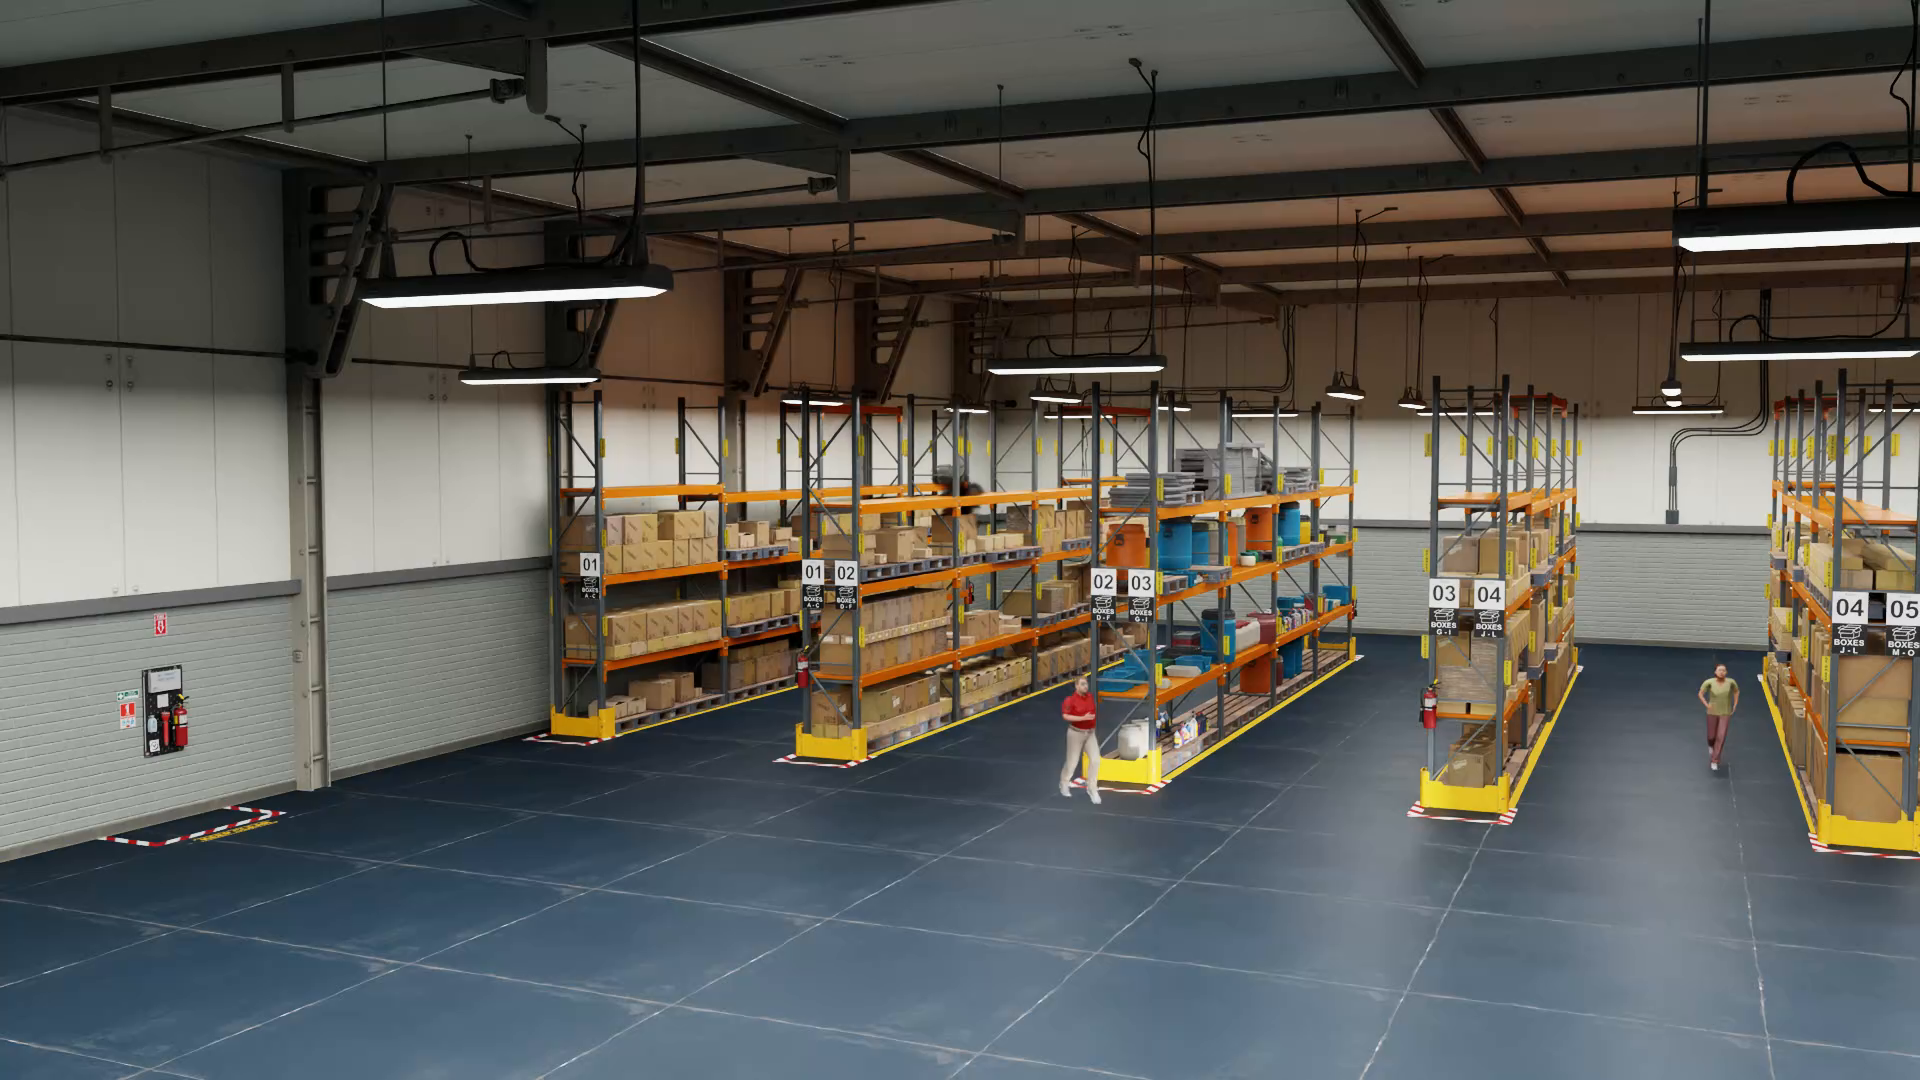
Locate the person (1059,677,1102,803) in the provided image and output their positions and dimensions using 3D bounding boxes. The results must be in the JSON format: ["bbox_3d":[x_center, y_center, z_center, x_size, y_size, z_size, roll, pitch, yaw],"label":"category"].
[{"bbox_3d":[1.702,2.840,23.648,0.678,1.803,0.811,-2,4,-30],"label":"person"}]

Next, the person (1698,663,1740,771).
[{"bbox_3d":[11.927,2.744,26.143,0.603,1.657,0.876,1,3,19],"label":"person"}]
